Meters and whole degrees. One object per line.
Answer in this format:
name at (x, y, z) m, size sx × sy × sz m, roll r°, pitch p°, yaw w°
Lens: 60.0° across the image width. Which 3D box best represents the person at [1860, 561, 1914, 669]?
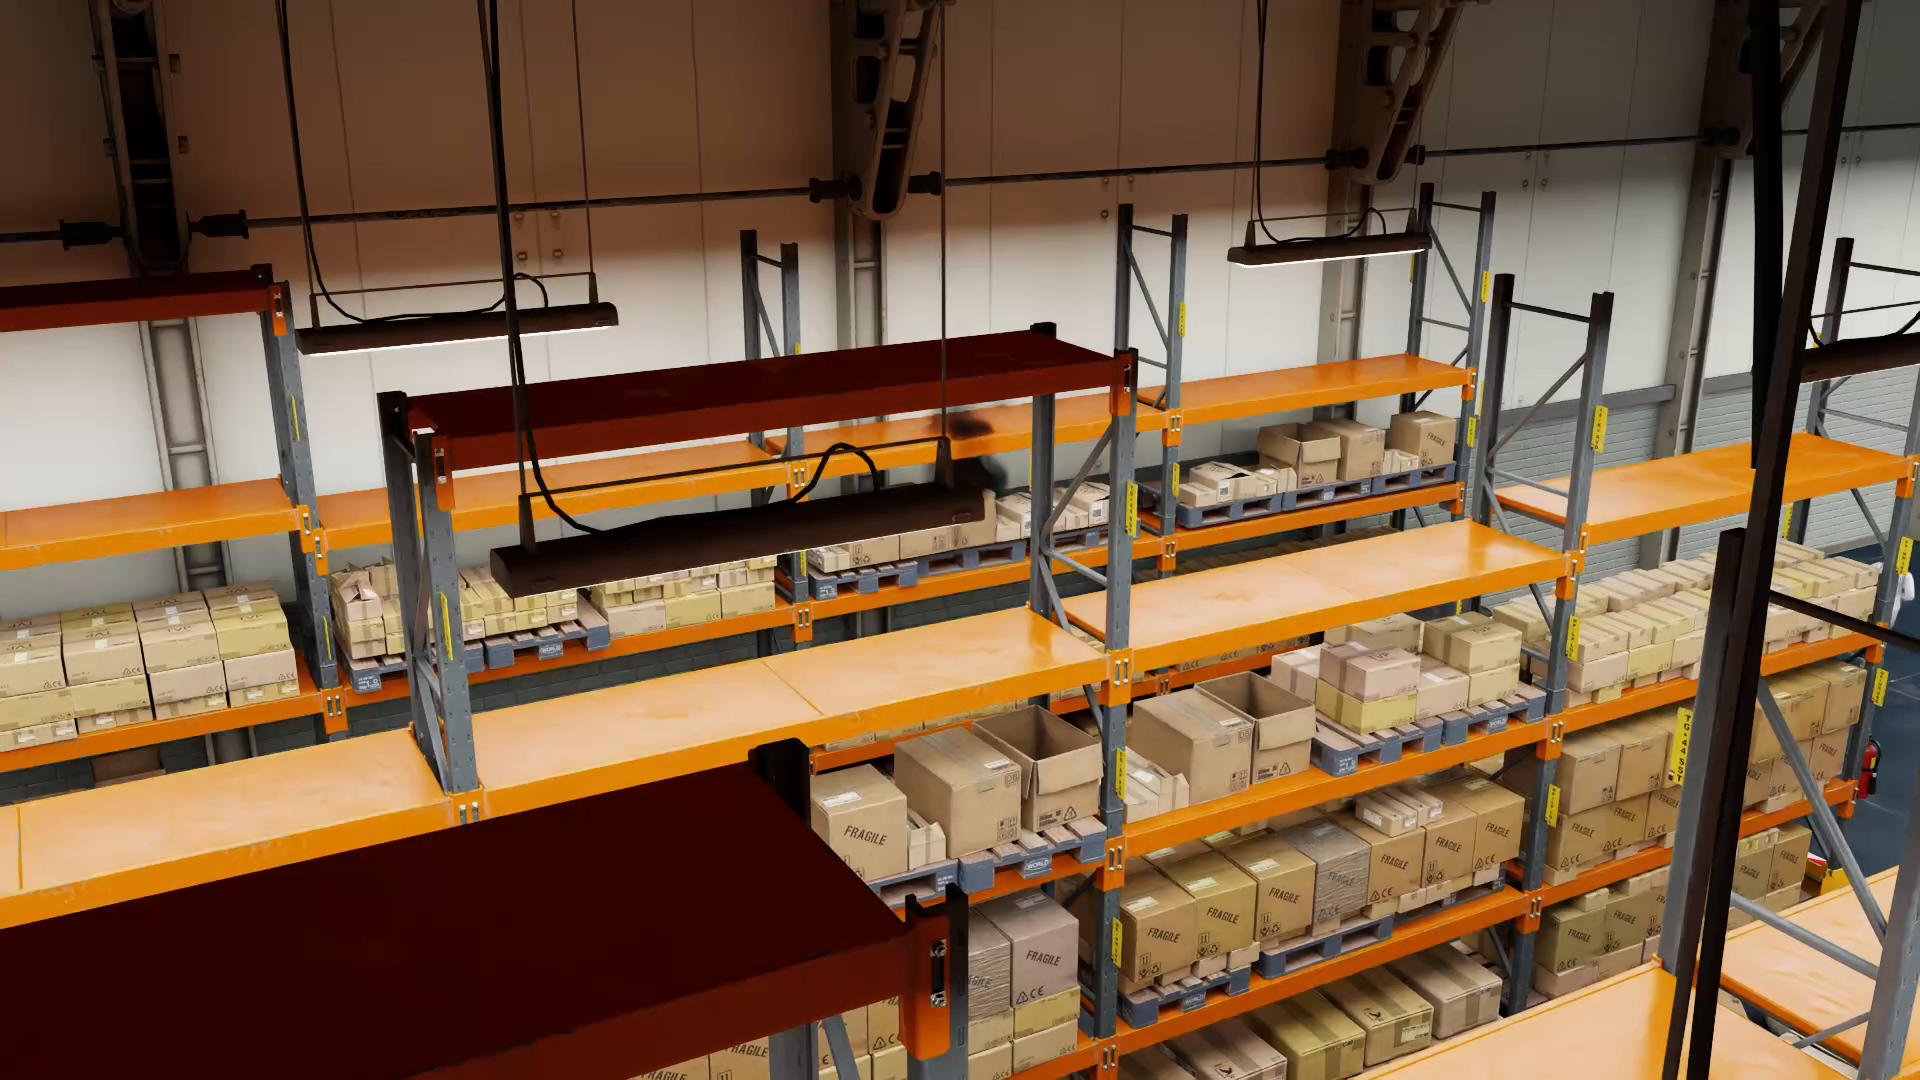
person at (11.330, 0.828, 20.446) m, size 0.652 × 1.649 × 0.636 m, roll 15°, pitch 23°, yaw 37°
